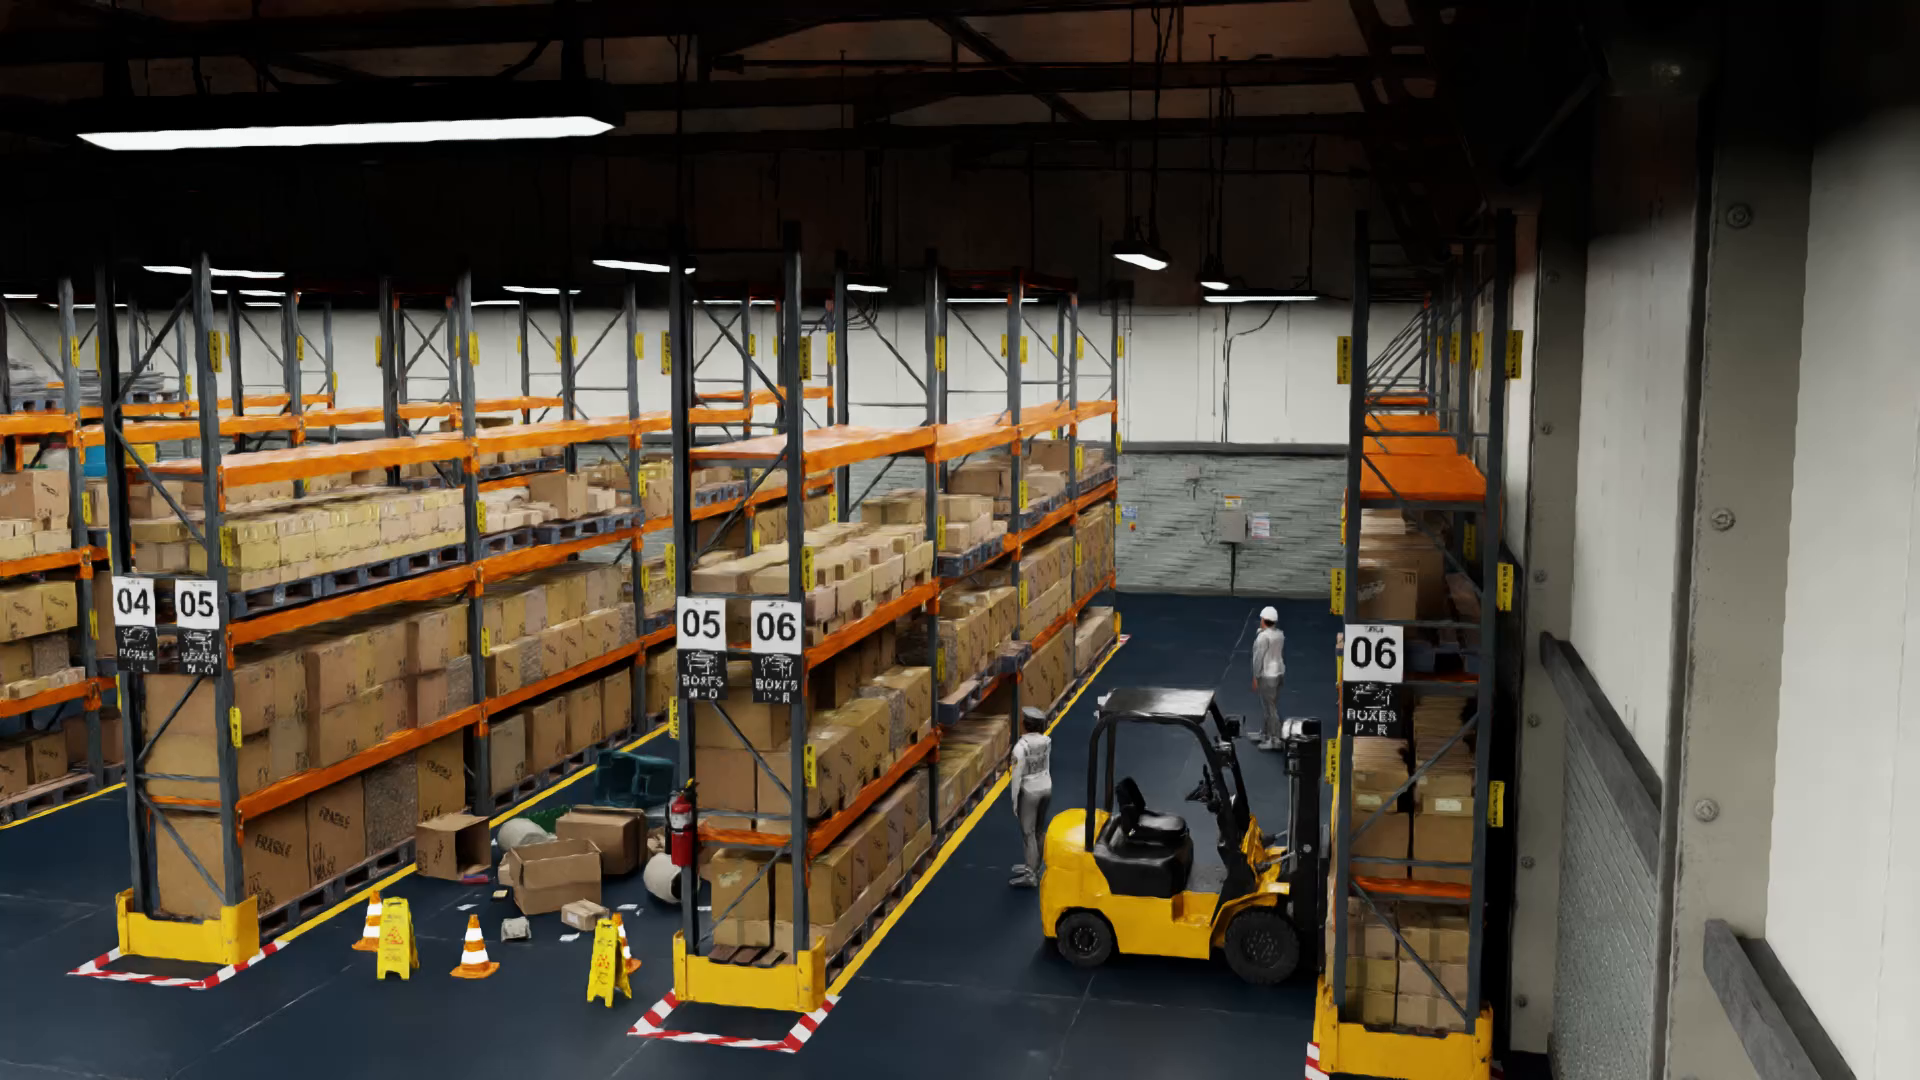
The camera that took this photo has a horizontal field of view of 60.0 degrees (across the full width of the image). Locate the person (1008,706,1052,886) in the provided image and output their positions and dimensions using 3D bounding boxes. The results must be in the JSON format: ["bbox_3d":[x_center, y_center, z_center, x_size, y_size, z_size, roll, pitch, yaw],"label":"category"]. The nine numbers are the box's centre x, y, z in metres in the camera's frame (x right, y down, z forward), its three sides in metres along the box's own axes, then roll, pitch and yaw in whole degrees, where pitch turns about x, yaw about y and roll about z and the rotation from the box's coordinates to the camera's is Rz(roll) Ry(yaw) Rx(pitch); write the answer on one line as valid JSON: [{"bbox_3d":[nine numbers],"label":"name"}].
[{"bbox_3d":[0.636,2.411,15.764,0.459,1.677,0.525,7,10,44],"label":"person"}]

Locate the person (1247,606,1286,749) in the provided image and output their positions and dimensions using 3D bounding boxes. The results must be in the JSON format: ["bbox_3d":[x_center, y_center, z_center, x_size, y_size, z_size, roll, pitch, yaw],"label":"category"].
[{"bbox_3d":[3.879,1.710,21.064,0.586,1.768,0.638,5,8,35],"label":"person"}]
